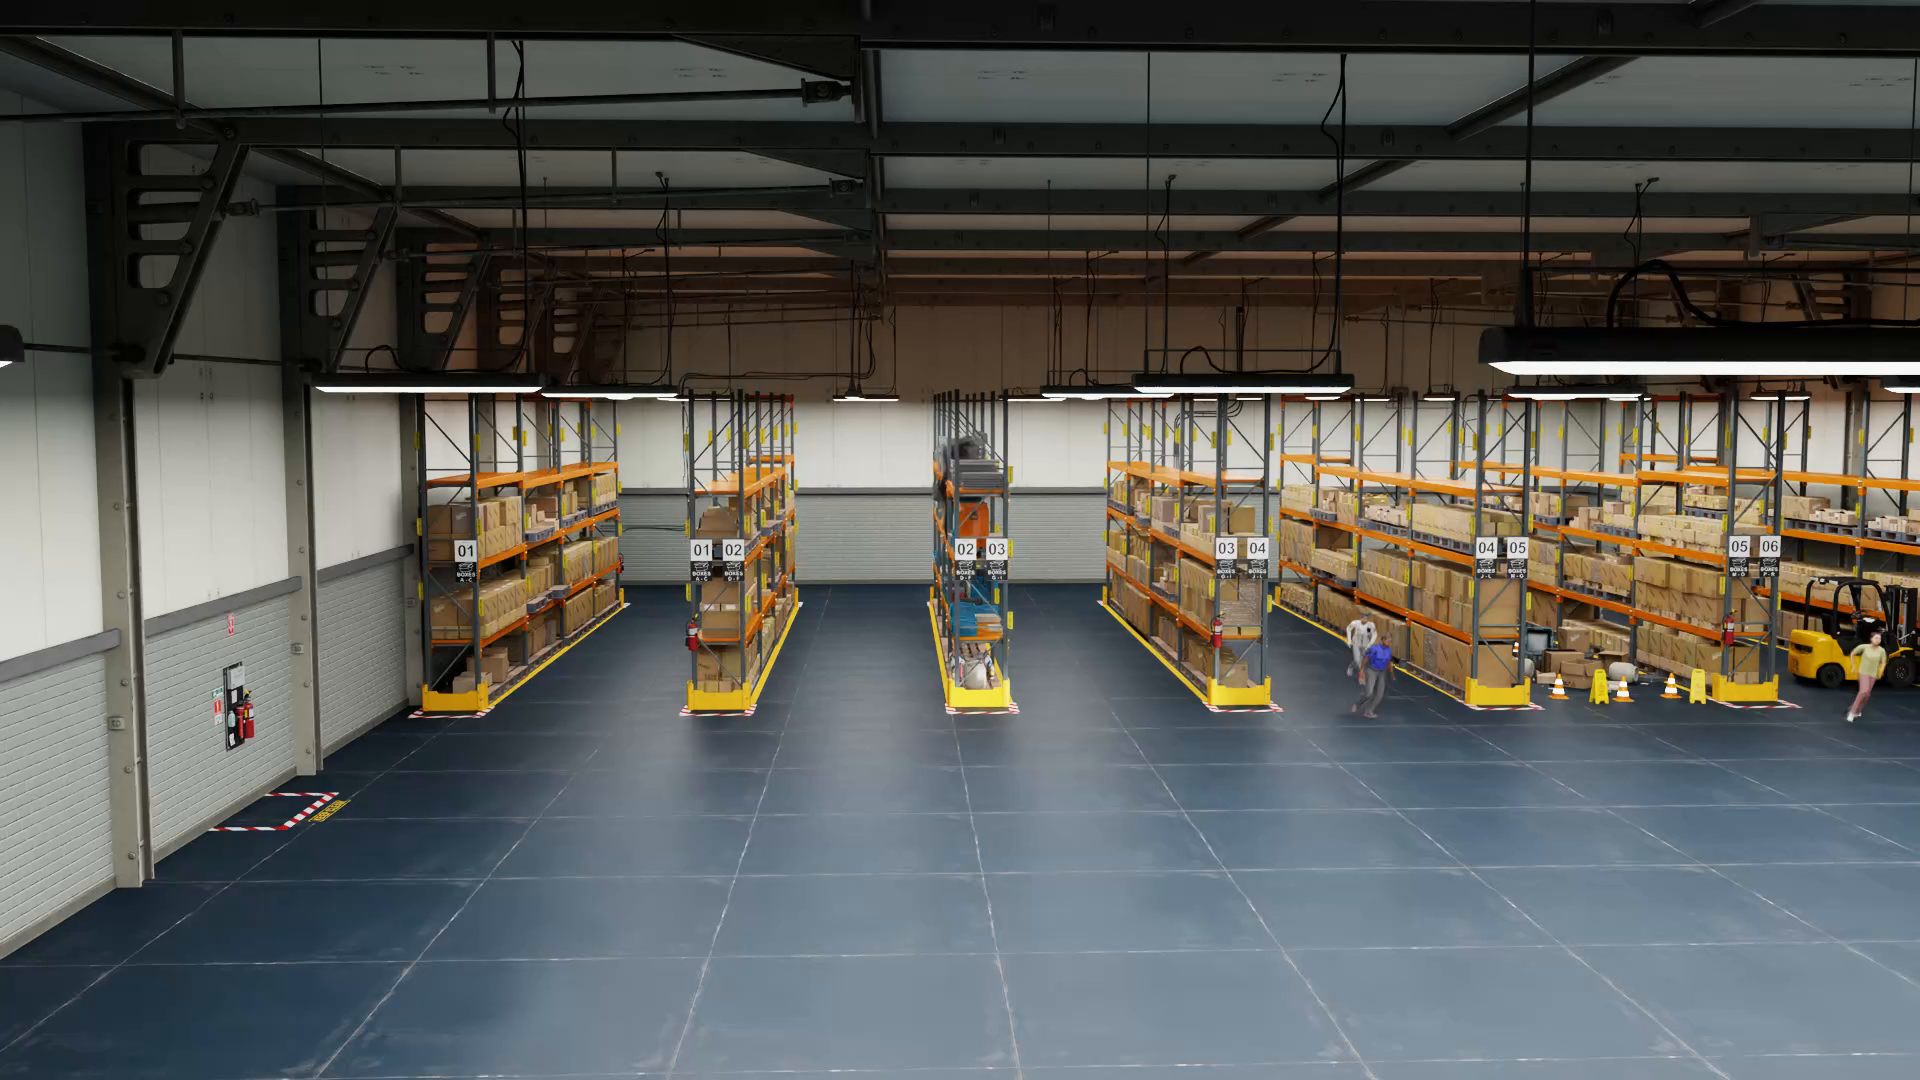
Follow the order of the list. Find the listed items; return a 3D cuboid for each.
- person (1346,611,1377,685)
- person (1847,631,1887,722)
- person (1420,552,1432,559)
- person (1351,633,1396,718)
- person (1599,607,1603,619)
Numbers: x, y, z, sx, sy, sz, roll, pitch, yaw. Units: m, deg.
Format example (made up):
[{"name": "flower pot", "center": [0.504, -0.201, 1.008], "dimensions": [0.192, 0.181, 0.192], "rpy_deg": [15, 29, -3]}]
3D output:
[{"name": "person", "center": [8.263, 2.184, 34.363], "dimensions": [0.610, 1.516, 1.033], "rpy_deg": [0, 5, 0]}, {"name": "person", "center": [16.320, 2.442, 30.045], "dimensions": [0.730, 1.621, 0.711], "rpy_deg": [0, 5, 0]}, {"name": "person", "center": [13.699, 0.825, 49.109], "dimensions": [0.696, 1.783, 0.642], "rpy_deg": [-1, 5, -6]}, {"name": "person", "center": [7.550, 2.460, 30.318], "dimensions": [0.721, 1.572, 0.598], "rpy_deg": [-2, 5, -23]}, {"name": "person", "center": [16.669, 1.324, 43.972], "dimensions": [0.597, 1.658, 0.939], "rpy_deg": [-1, 5, -14]}]
